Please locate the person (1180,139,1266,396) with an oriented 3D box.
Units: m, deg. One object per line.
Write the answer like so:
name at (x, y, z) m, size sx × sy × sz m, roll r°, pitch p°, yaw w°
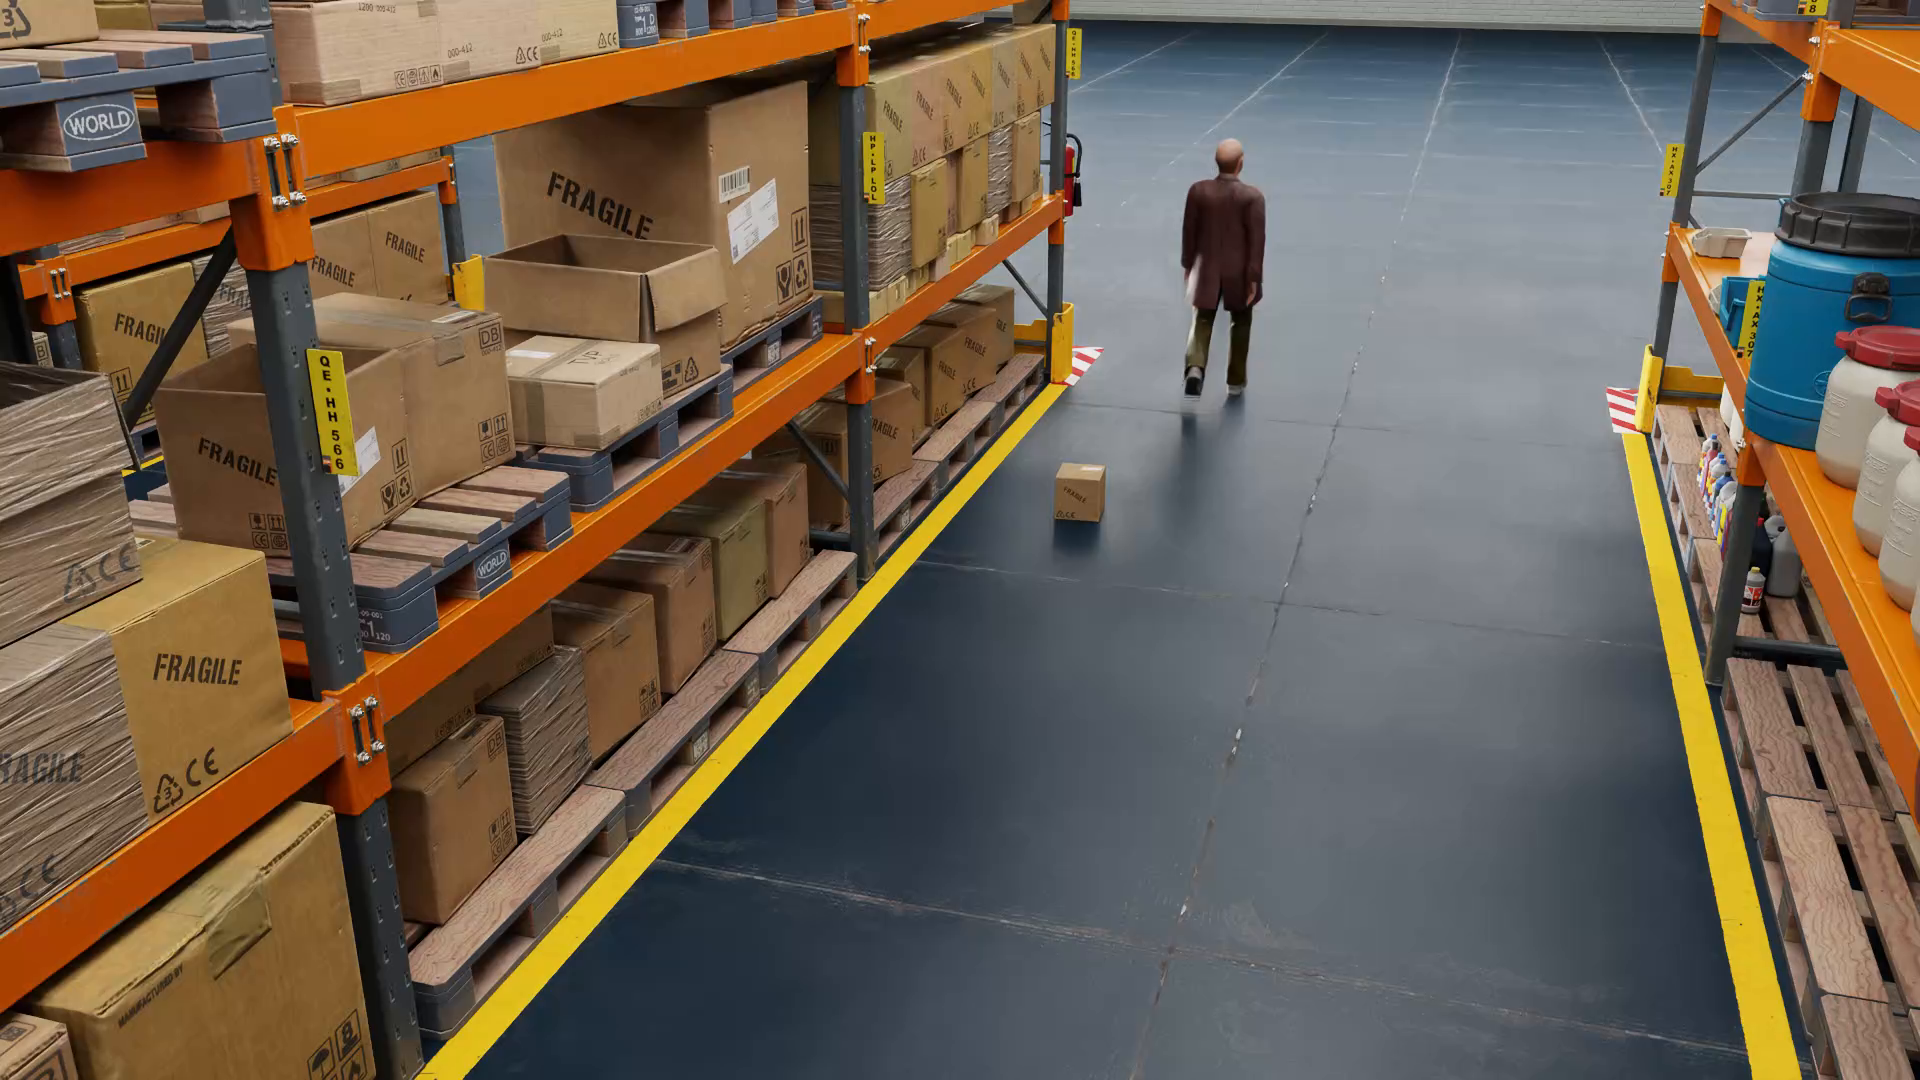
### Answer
person at (1.739, -1.787, 11.093) m, size 0.590 × 1.747 × 0.944 m, roll 7°, pitch 23°, yaw 18°
